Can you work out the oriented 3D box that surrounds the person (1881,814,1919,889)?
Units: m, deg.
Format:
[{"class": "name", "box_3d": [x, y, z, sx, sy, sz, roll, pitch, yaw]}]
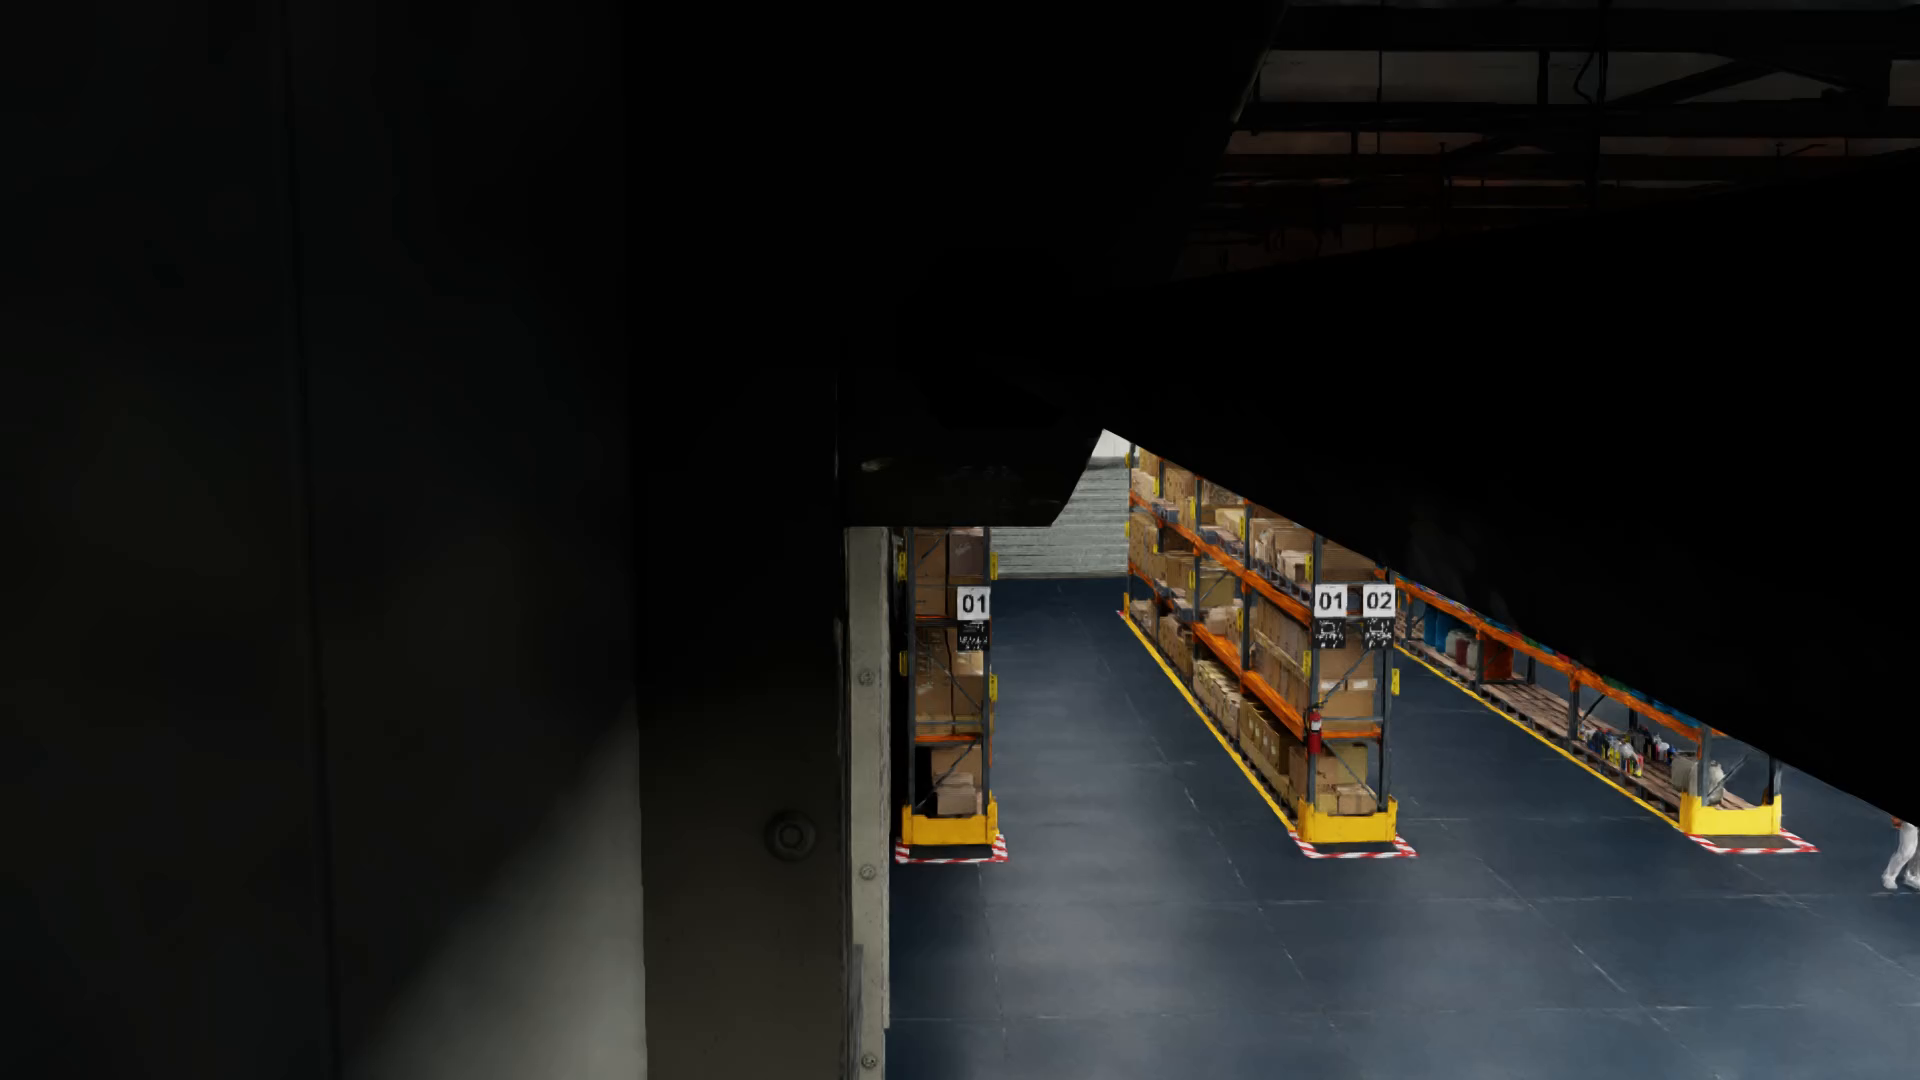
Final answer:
[{"class": "person", "box_3d": [10.736, 3.111, 18.641, 0.719, 1.714, 0.578, -1, 7, -4]}]
